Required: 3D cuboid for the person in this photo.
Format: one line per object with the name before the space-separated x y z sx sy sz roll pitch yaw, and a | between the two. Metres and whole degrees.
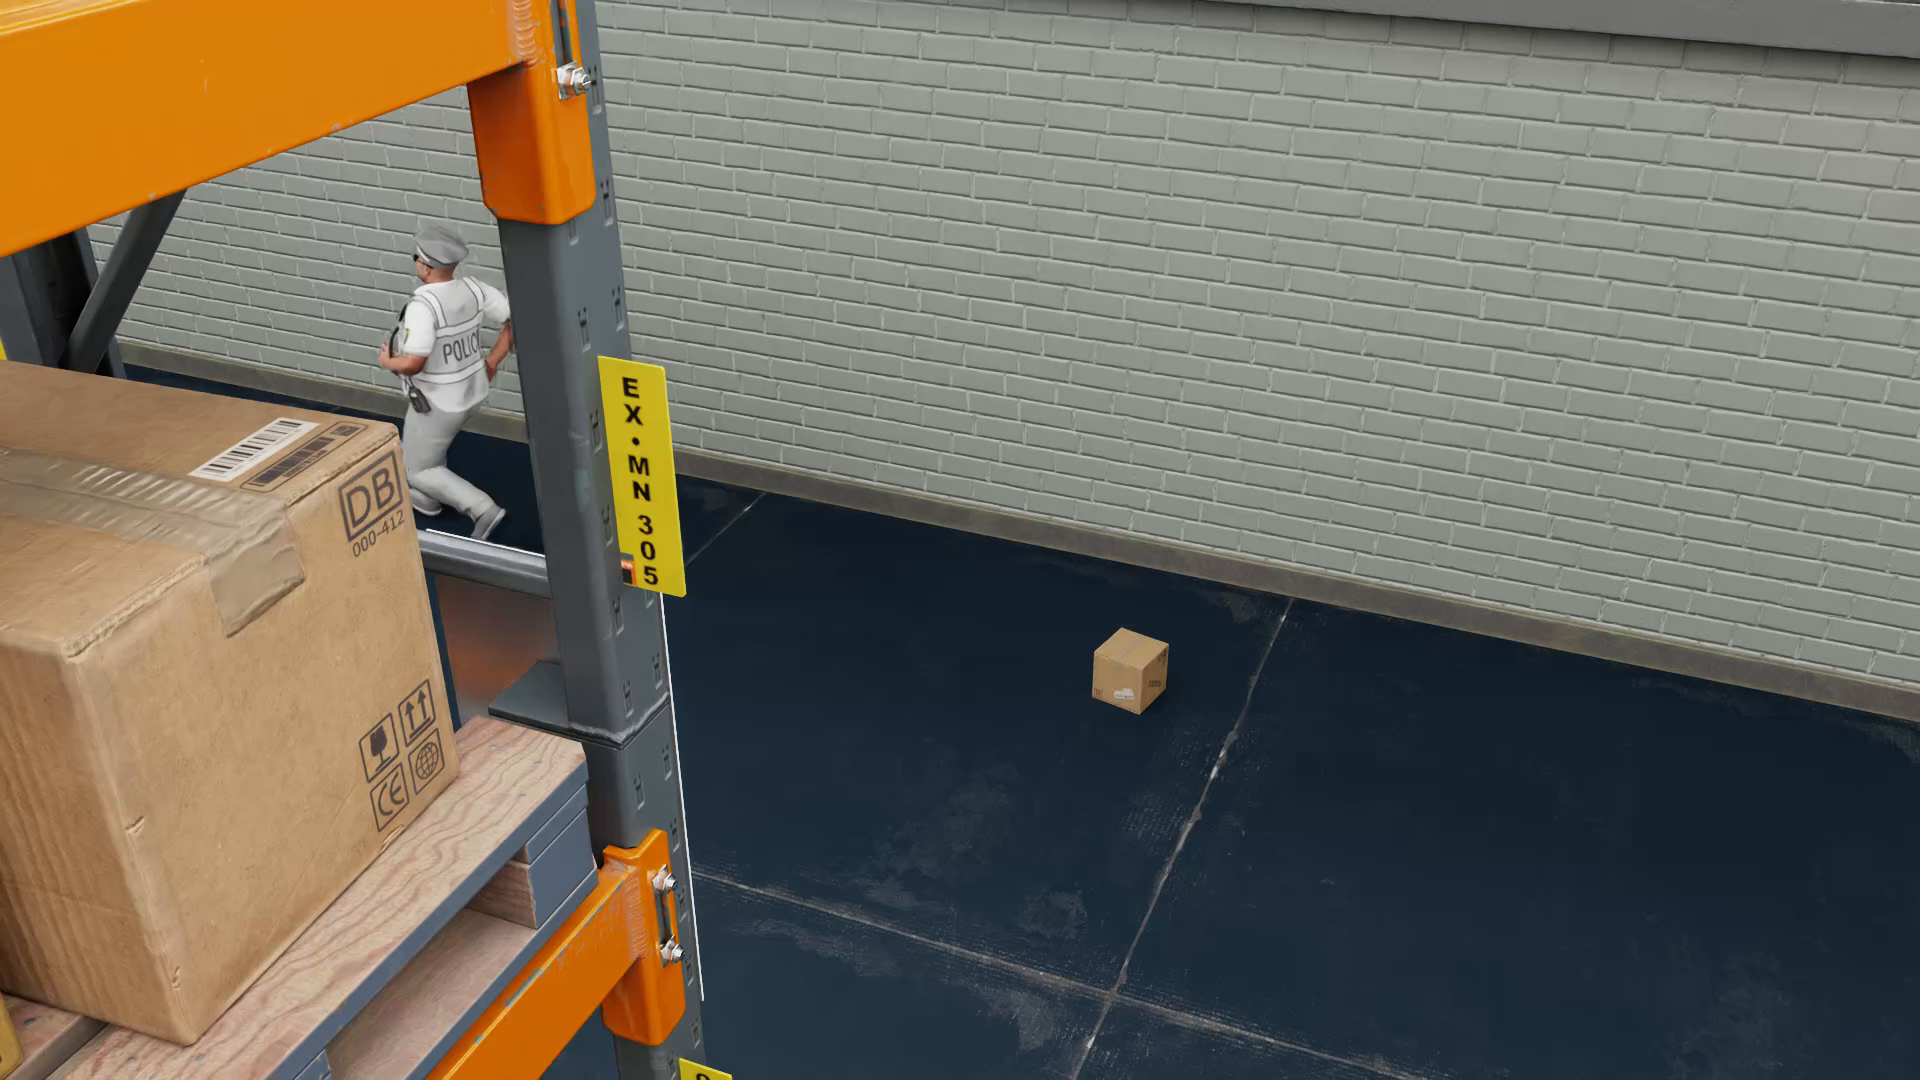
person | -2.754 -0.785 8.529 0.939 1.709 0.658 8 30 14
